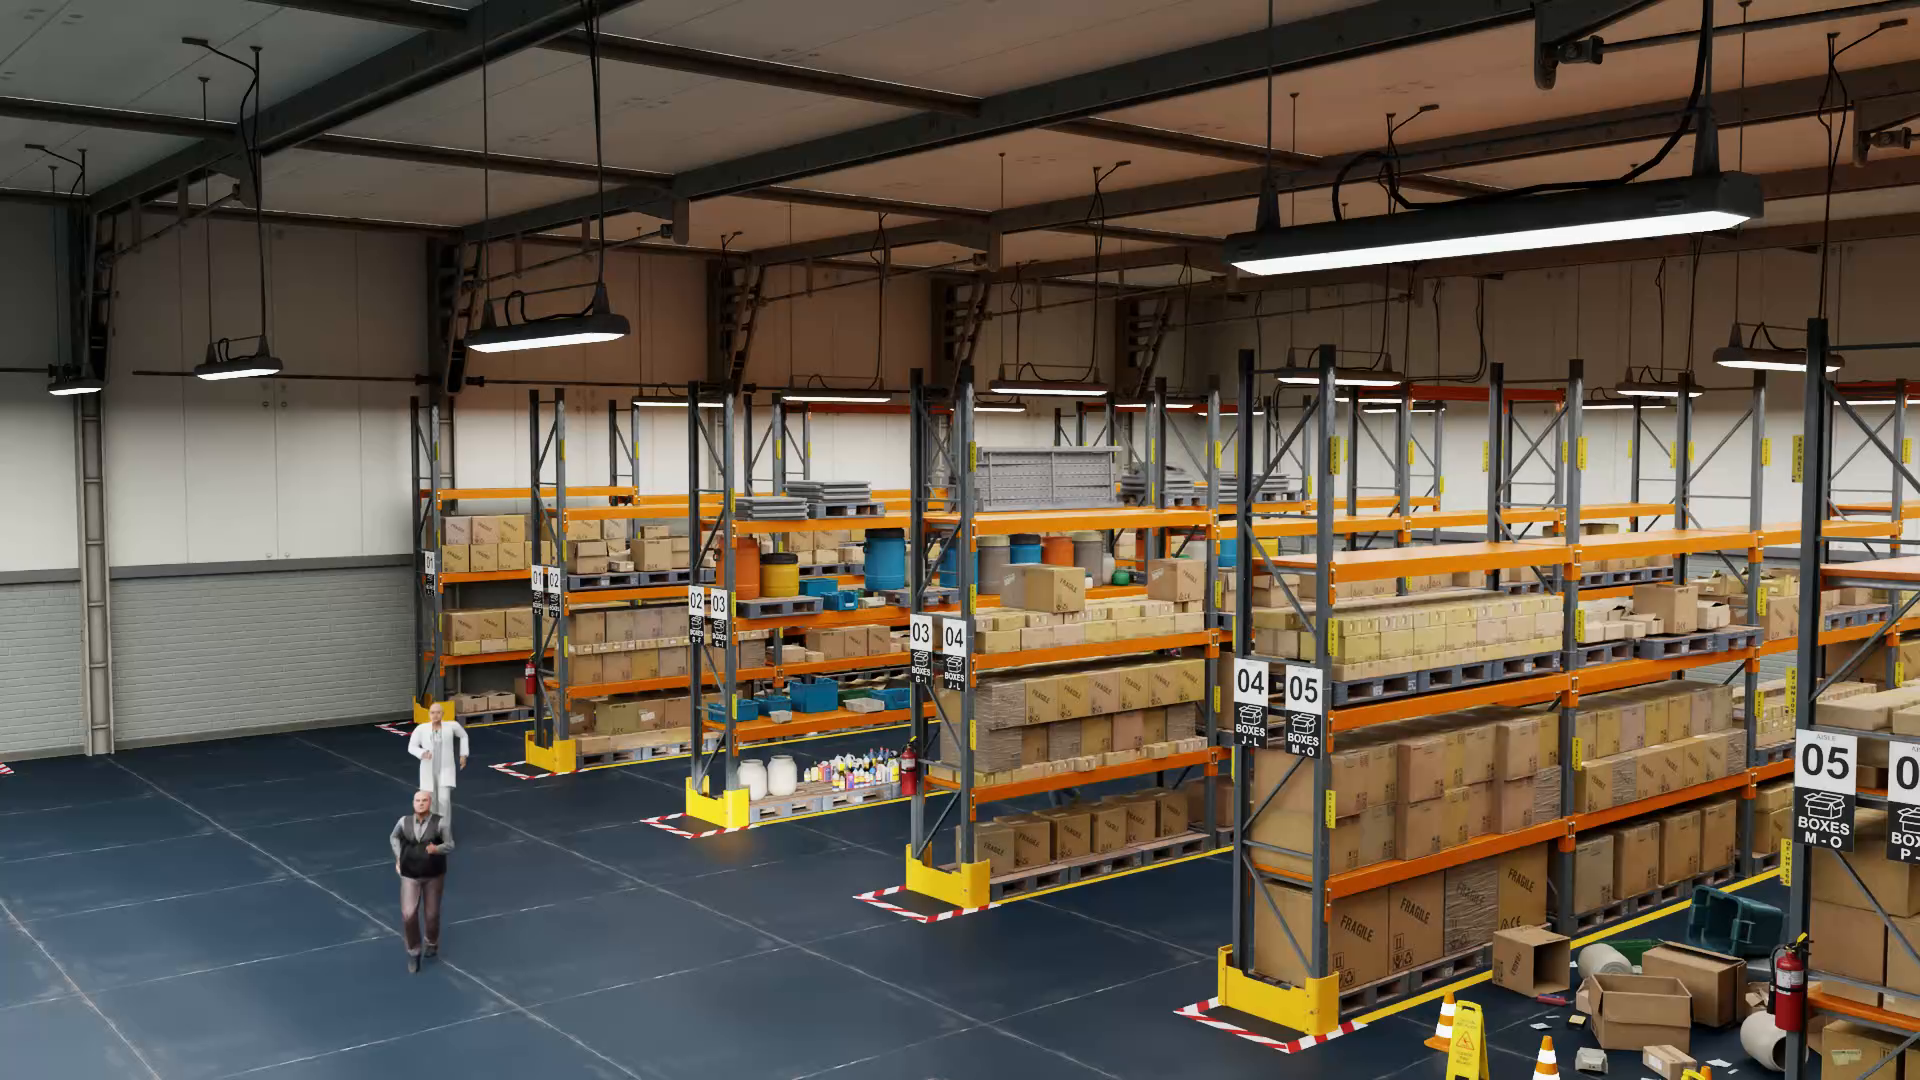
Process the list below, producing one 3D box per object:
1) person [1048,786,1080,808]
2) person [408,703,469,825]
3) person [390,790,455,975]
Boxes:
[{"bbox_3d":[1.368,2.947,22.900,0.720,1.728,0.581,3,4,38],"label":"person"},{"bbox_3d":[-6.717,3.022,21.441,0.736,1.862,0.851,-1,3,-12],"label":"person"},{"bbox_3d":[-5.317,3.348,16.320,0.558,1.773,0.715,-1,3,-14],"label":"person"}]
